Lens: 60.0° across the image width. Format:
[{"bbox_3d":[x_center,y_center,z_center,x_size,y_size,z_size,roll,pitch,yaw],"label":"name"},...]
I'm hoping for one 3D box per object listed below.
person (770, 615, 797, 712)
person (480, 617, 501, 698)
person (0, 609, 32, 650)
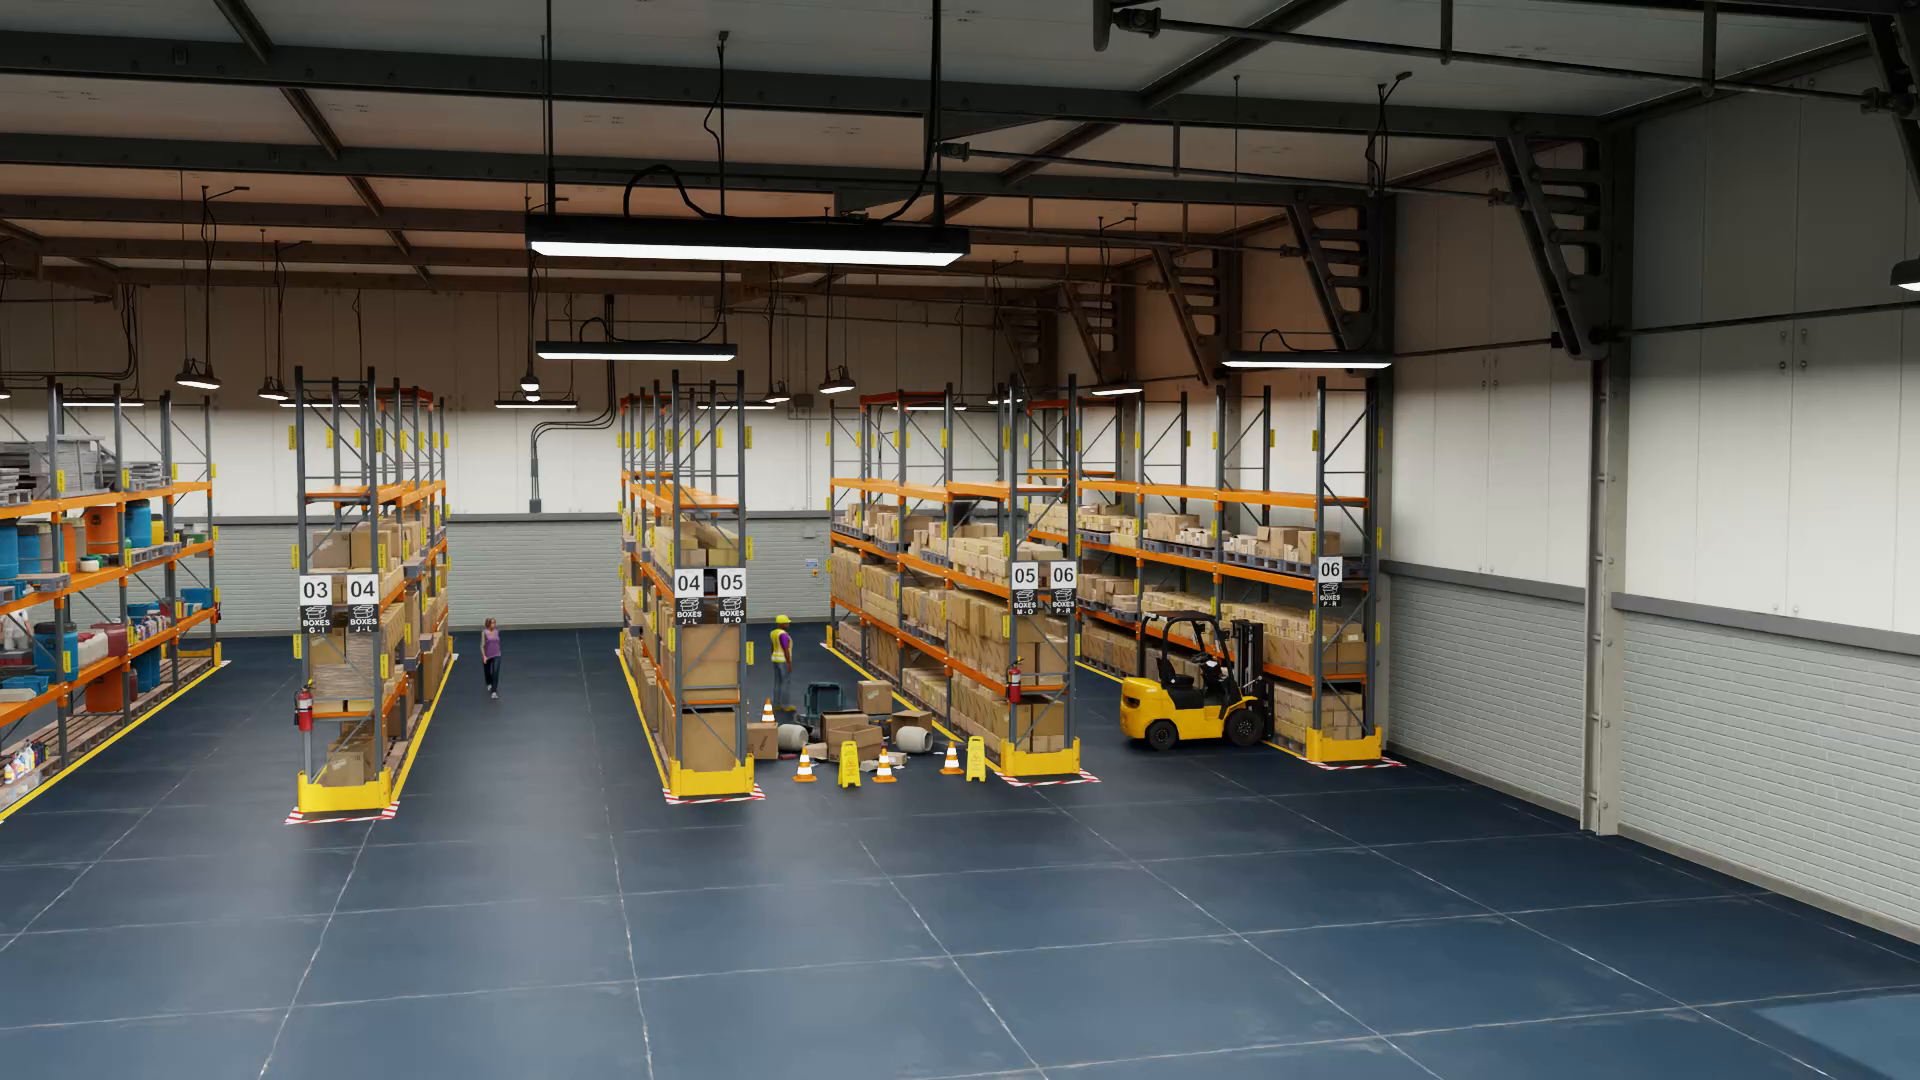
[{"bbox_3d":[-3.257,2.272,30.801,0.417,1.770,0.632,-2,4,-34],"label":"person"},{"bbox_3d":[-9.172,2.275,32.512,0.403,1.543,0.845,-1,4,-13],"label":"person"},{"bbox_3d":[-20.138,2.031,35.391,0.715,1.722,1.086,-1,4,-16],"label":"person"}]
